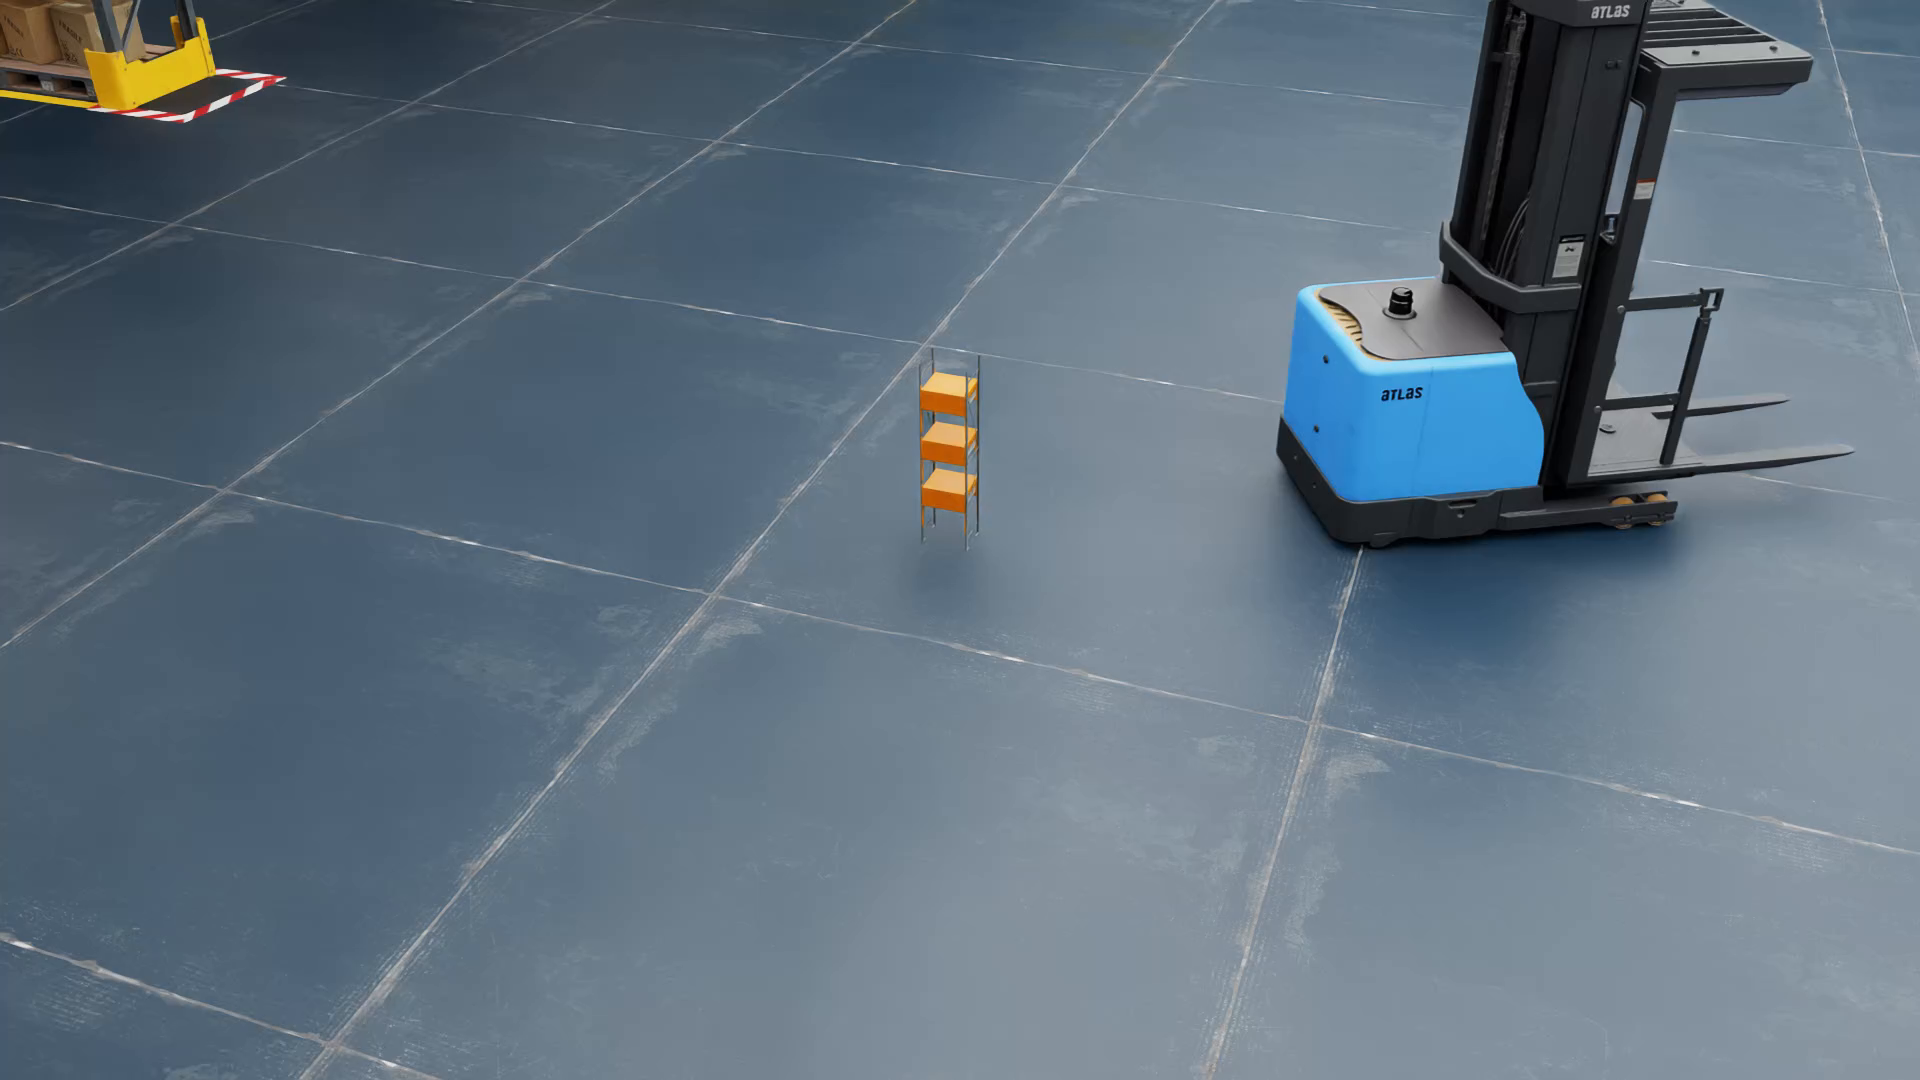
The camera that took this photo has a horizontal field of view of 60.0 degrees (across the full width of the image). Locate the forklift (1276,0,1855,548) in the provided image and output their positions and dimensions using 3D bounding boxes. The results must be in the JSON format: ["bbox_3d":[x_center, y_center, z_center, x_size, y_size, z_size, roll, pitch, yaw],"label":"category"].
[{"bbox_3d":[3.349,-1.568,8.476,3.031,2.935,1.130,-5,33,-8],"label":"forklift"}]

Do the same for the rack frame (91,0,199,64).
[{"bbox_3d":[-7.187,-5.333,14.244,0.127,3.000,1.000,11,34,16],"label":"rack frame"}]

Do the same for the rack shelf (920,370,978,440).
[{"bbox_3d":[-0.050,-0.680,8.332,0.240,0.259,0.215,11,34,16],"label":"rack shelf"}]

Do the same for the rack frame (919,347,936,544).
[{"bbox_3d":[-0.165,-0.473,8.515,0.008,1.050,0.200,11,34,16],"label":"rack frame"}]

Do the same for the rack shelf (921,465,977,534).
[{"bbox_3d":[-0.050,-0.208,8.637,0.240,0.259,0.215,11,34,16],"label":"rack shelf"}]

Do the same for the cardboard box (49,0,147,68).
[{"bbox_3d":[-7.769,-4.582,14.999,0.500,0.500,0.500,18,37,25],"label":"cardboard box"}]

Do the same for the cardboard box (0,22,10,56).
[{"bbox_3d":[-8.926,-4.798,15.334,0.500,0.500,0.500,14,35,21],"label":"cardboard box"}]

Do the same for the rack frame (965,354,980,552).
[{"bbox_3d":[0.064,-0.429,8.446,0.008,1.050,0.200,11,34,16],"label":"rack frame"}]

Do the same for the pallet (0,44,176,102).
[{"bbox_3d":[-8.011,-4.342,15.281,1.213,0.211,1.003,11,34,16],"label":"pallet"}]

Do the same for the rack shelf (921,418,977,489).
[{"bbox_3d":[-0.050,-0.442,8.486,0.240,0.259,0.215,11,34,16],"label":"rack shelf"}]

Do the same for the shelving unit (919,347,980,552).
[{"bbox_3d":[-0.050,-0.451,8.480,0.252,1.050,0.215,11,34,16],"label":"shelving unit"}]

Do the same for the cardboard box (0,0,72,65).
[{"bbox_3d":[-8.343,-4.674,15.141,0.500,0.500,0.500,21,38,29],"label":"cardboard box"}]

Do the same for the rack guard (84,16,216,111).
[{"bbox_3d":[-7.258,-4.297,14.944,0.348,0.500,1.175,11,34,16],"label":"rack guard"}]

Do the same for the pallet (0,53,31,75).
[{"bbox_3d":[-9.156,-4.566,15.628,1.213,0.211,1.003,11,34,16],"label":"pallet"}]
